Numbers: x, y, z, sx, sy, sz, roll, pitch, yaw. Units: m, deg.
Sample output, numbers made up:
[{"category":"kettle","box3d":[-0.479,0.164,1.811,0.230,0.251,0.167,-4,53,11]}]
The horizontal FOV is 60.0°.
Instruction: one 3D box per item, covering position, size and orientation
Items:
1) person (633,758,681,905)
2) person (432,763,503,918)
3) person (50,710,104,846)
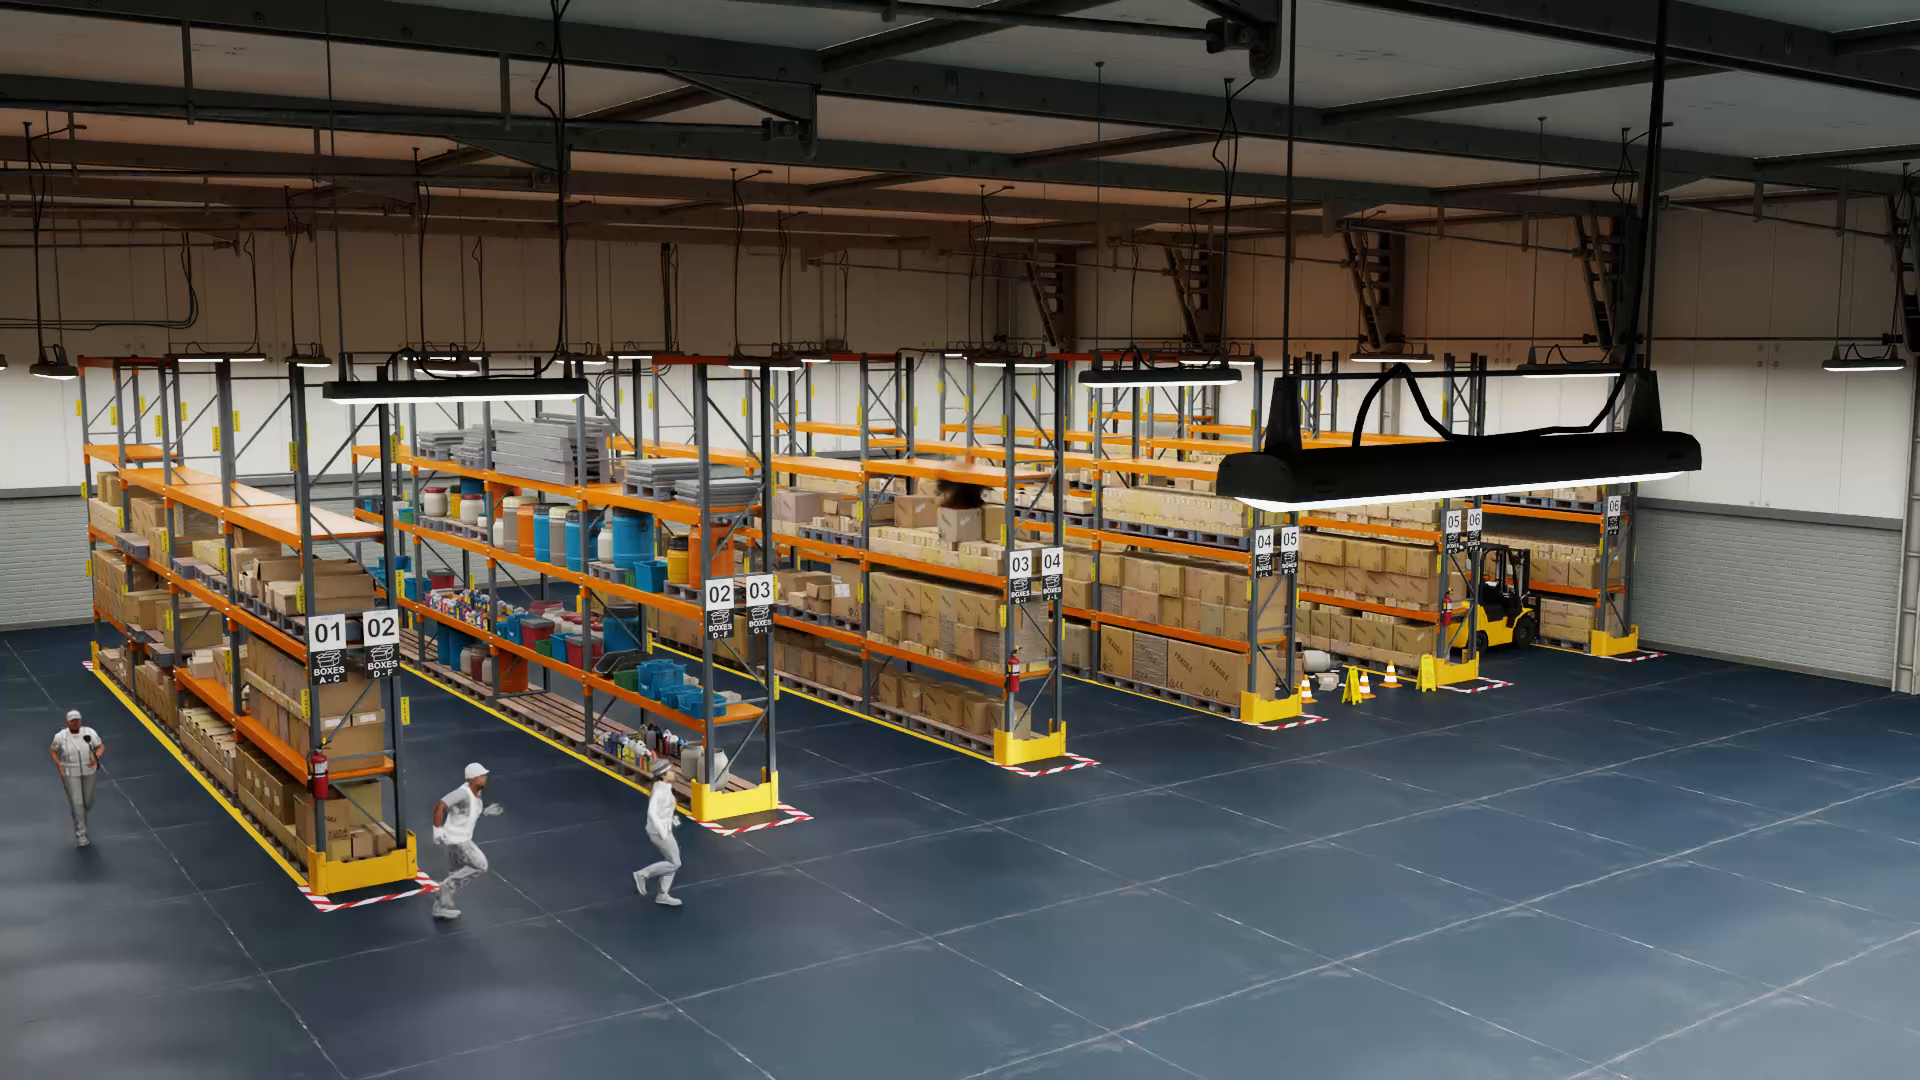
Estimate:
[{"category":"person","box3d":[-3.397,3.269,18.636,0.543,1.659,0.635,-2,7,-13]},{"category":"person","box3d":[-5.405,3.282,18.205,0.779,1.697,0.668,-1,7,-10]},{"category":"person","box3d":[-11.118,2.949,20.990,0.599,1.663,0.858,-5,9,-38]}]
